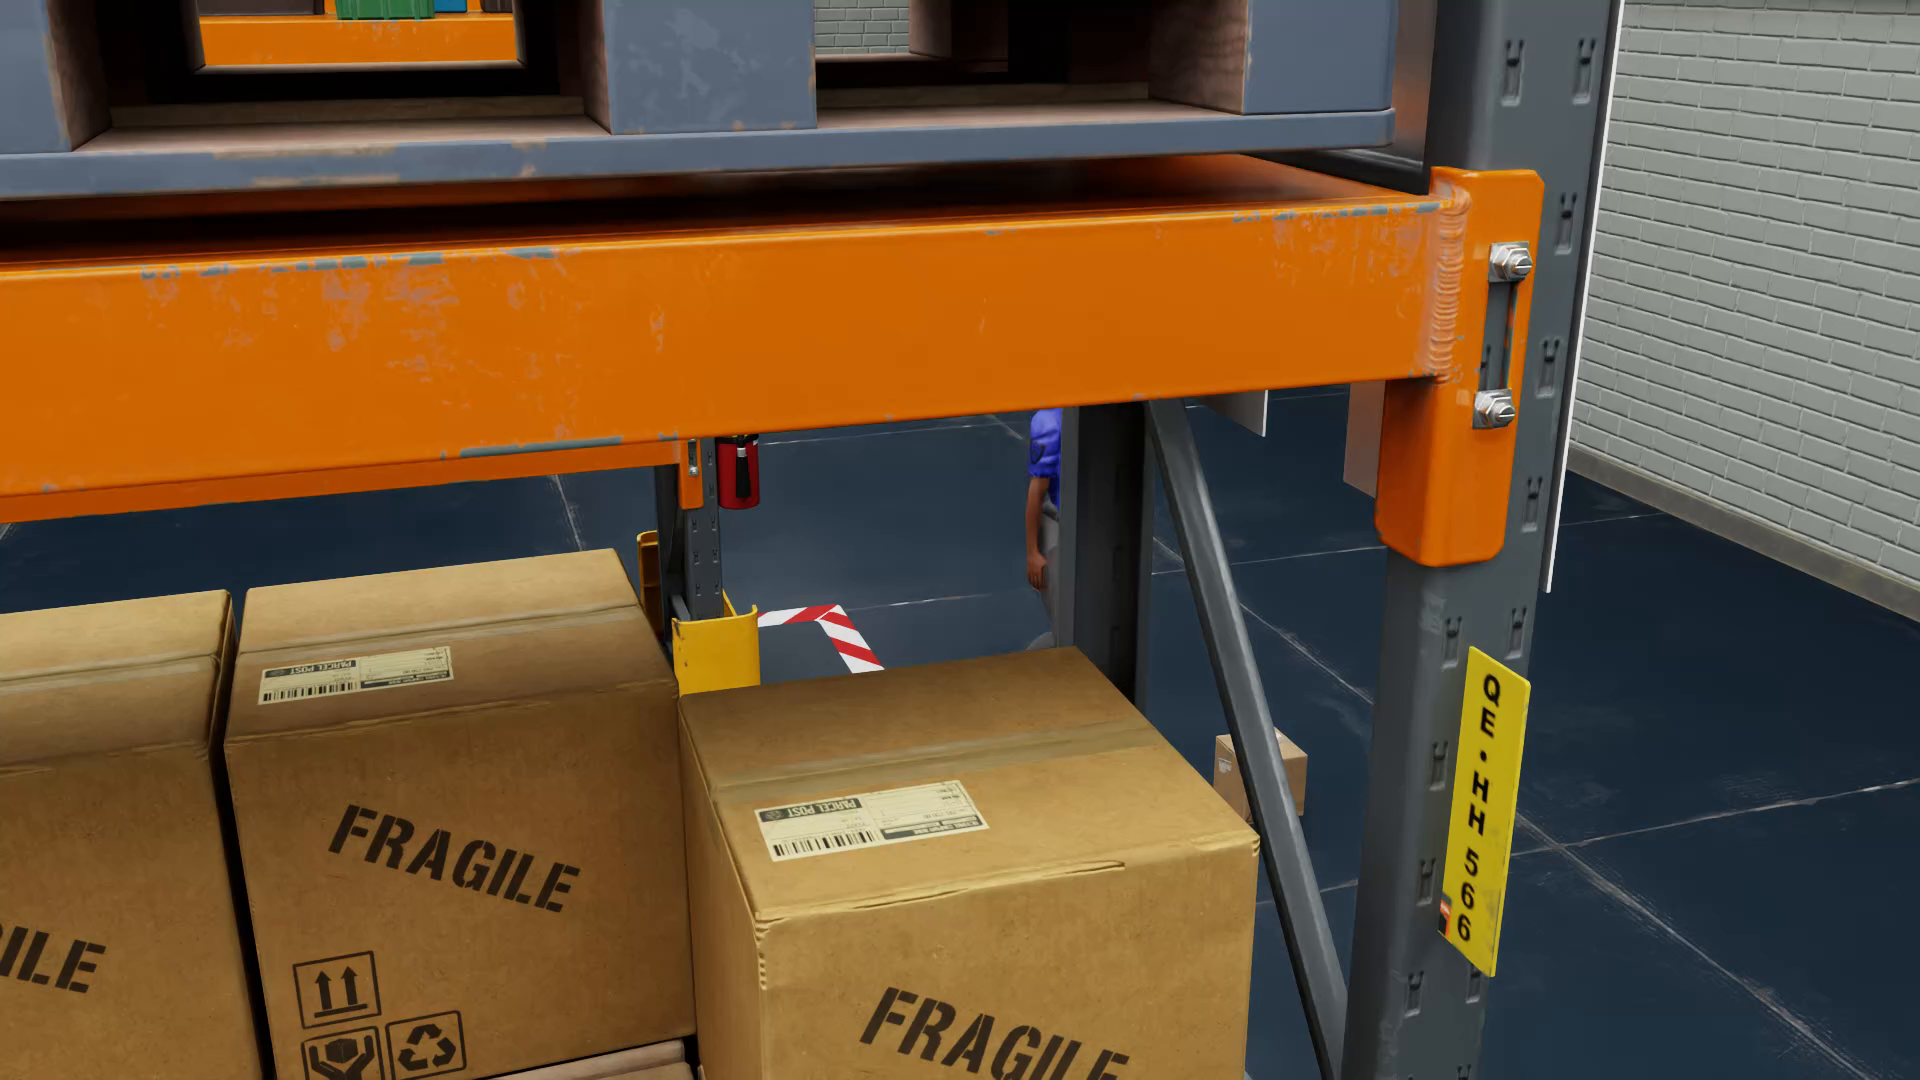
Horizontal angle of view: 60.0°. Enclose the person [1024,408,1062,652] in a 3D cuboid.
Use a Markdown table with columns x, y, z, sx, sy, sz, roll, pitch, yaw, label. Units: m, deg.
| x | y | z | sx | sy | sz | roll | pitch | yaw | label |
| --- | --- | --- | --- | --- | --- | --- | --- | --- | --- |
| 0.405 | 0.002 | 6.557 | 0.452 | 1.656 | 0.492 | 15 | 24 | 36 | person |
